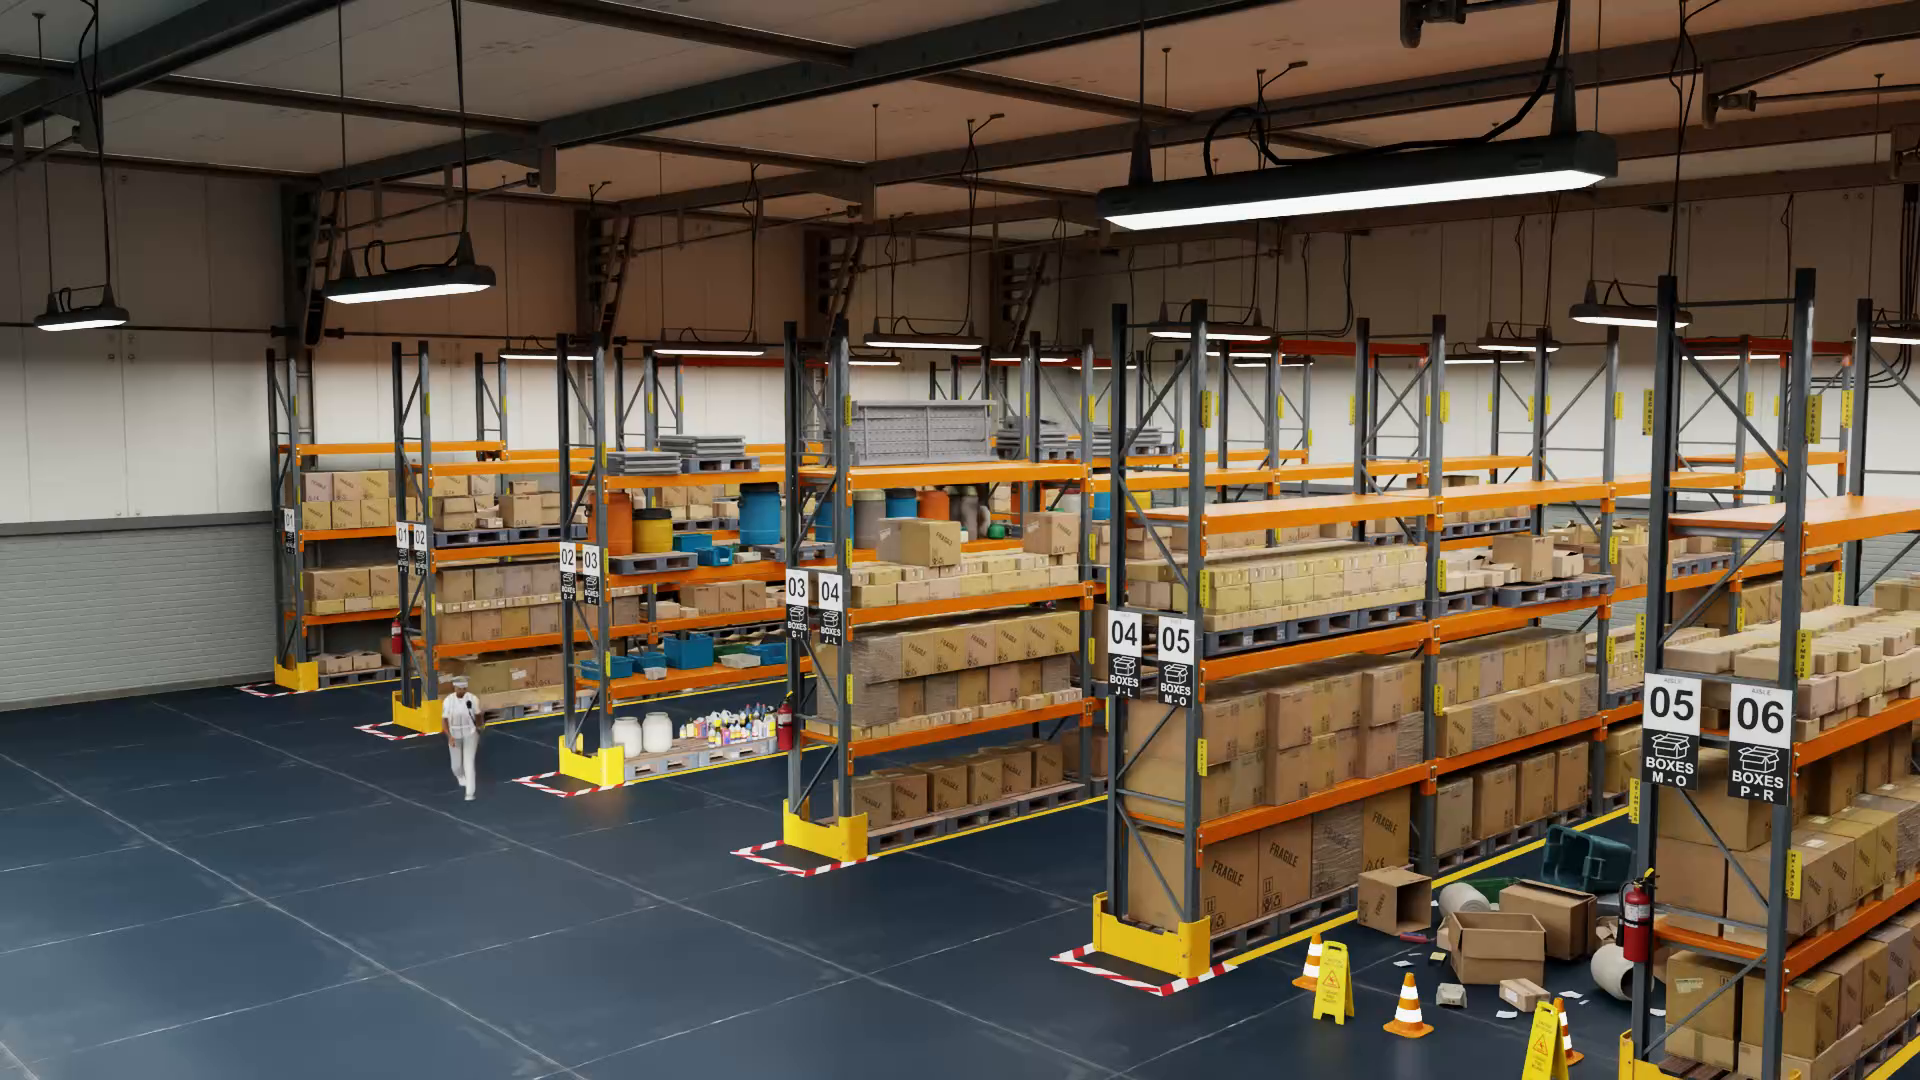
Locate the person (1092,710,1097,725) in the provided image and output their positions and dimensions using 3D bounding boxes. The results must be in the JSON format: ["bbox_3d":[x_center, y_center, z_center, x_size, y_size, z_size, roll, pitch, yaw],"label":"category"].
[{"bbox_3d":[1.894,1.933,24.232,0.667,1.733,0.553,3,6,34],"label":"person"}]

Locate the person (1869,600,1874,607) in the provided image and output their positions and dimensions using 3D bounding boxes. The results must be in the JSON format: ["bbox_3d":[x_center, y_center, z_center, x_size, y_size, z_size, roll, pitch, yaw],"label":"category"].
[{"bbox_3d":[15.119,1.895,27.503,0.865,1.846,0.676,0,5,1],"label":"person"}]

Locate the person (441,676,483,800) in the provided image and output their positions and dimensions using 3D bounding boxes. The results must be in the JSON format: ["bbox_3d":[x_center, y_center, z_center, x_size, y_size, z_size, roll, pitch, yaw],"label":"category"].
[{"bbox_3d":[-6.416,2.520,21.488,0.482,1.586,0.839,-1,5,-6],"label":"person"}]
